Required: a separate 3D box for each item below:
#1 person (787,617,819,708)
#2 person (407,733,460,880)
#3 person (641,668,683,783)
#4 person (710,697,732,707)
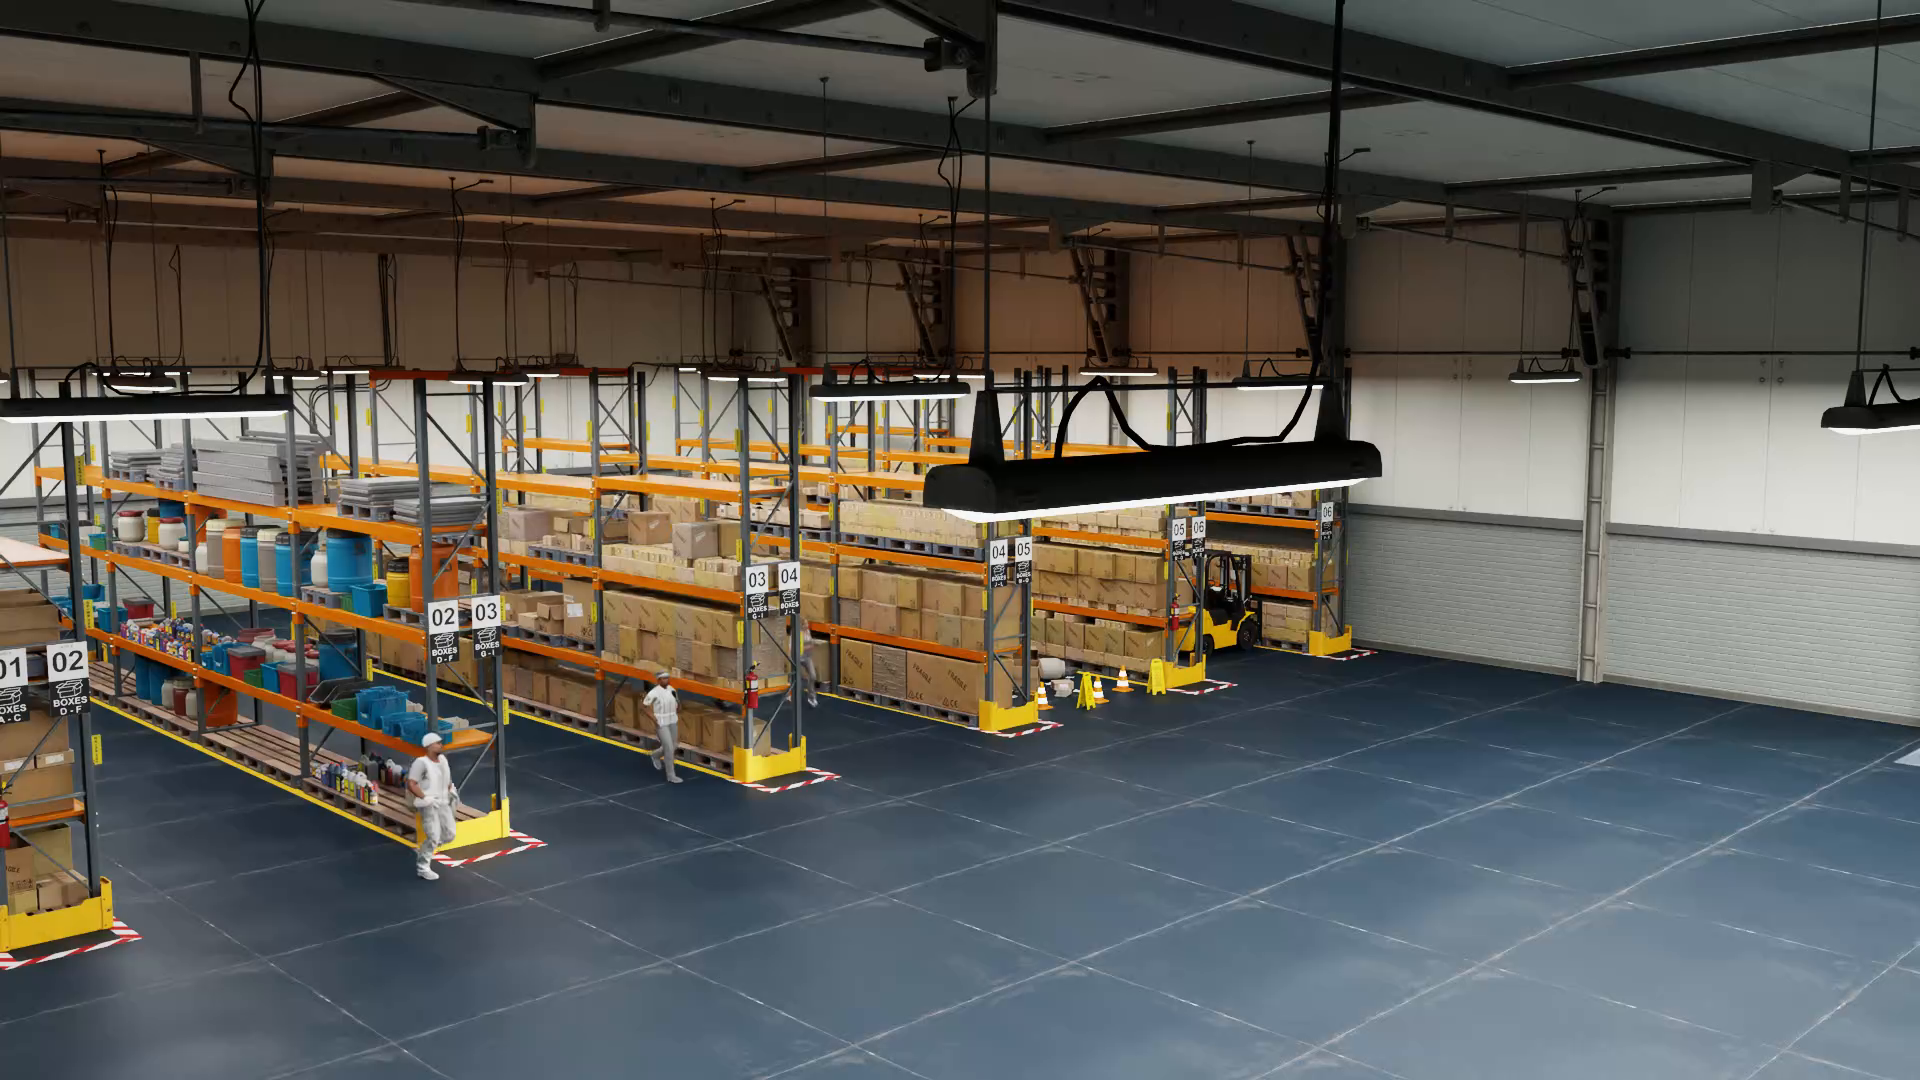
[{"bbox_3d":[-2.839,2.172,29.809,0.793,1.631,0.484,6,9,44],"label":"person"},{"bbox_3d":[-6.362,3.204,20.155,0.531,1.729,0.757,2,7,20],"label":"person"},{"bbox_3d":[-4.380,2.722,24.631,0.793,1.669,0.588,6,9,42],"label":"person"},{"bbox_3d":[-4.185,2.136,29.625,0.624,1.737,0.713,5,8,36],"label":"person"}]
